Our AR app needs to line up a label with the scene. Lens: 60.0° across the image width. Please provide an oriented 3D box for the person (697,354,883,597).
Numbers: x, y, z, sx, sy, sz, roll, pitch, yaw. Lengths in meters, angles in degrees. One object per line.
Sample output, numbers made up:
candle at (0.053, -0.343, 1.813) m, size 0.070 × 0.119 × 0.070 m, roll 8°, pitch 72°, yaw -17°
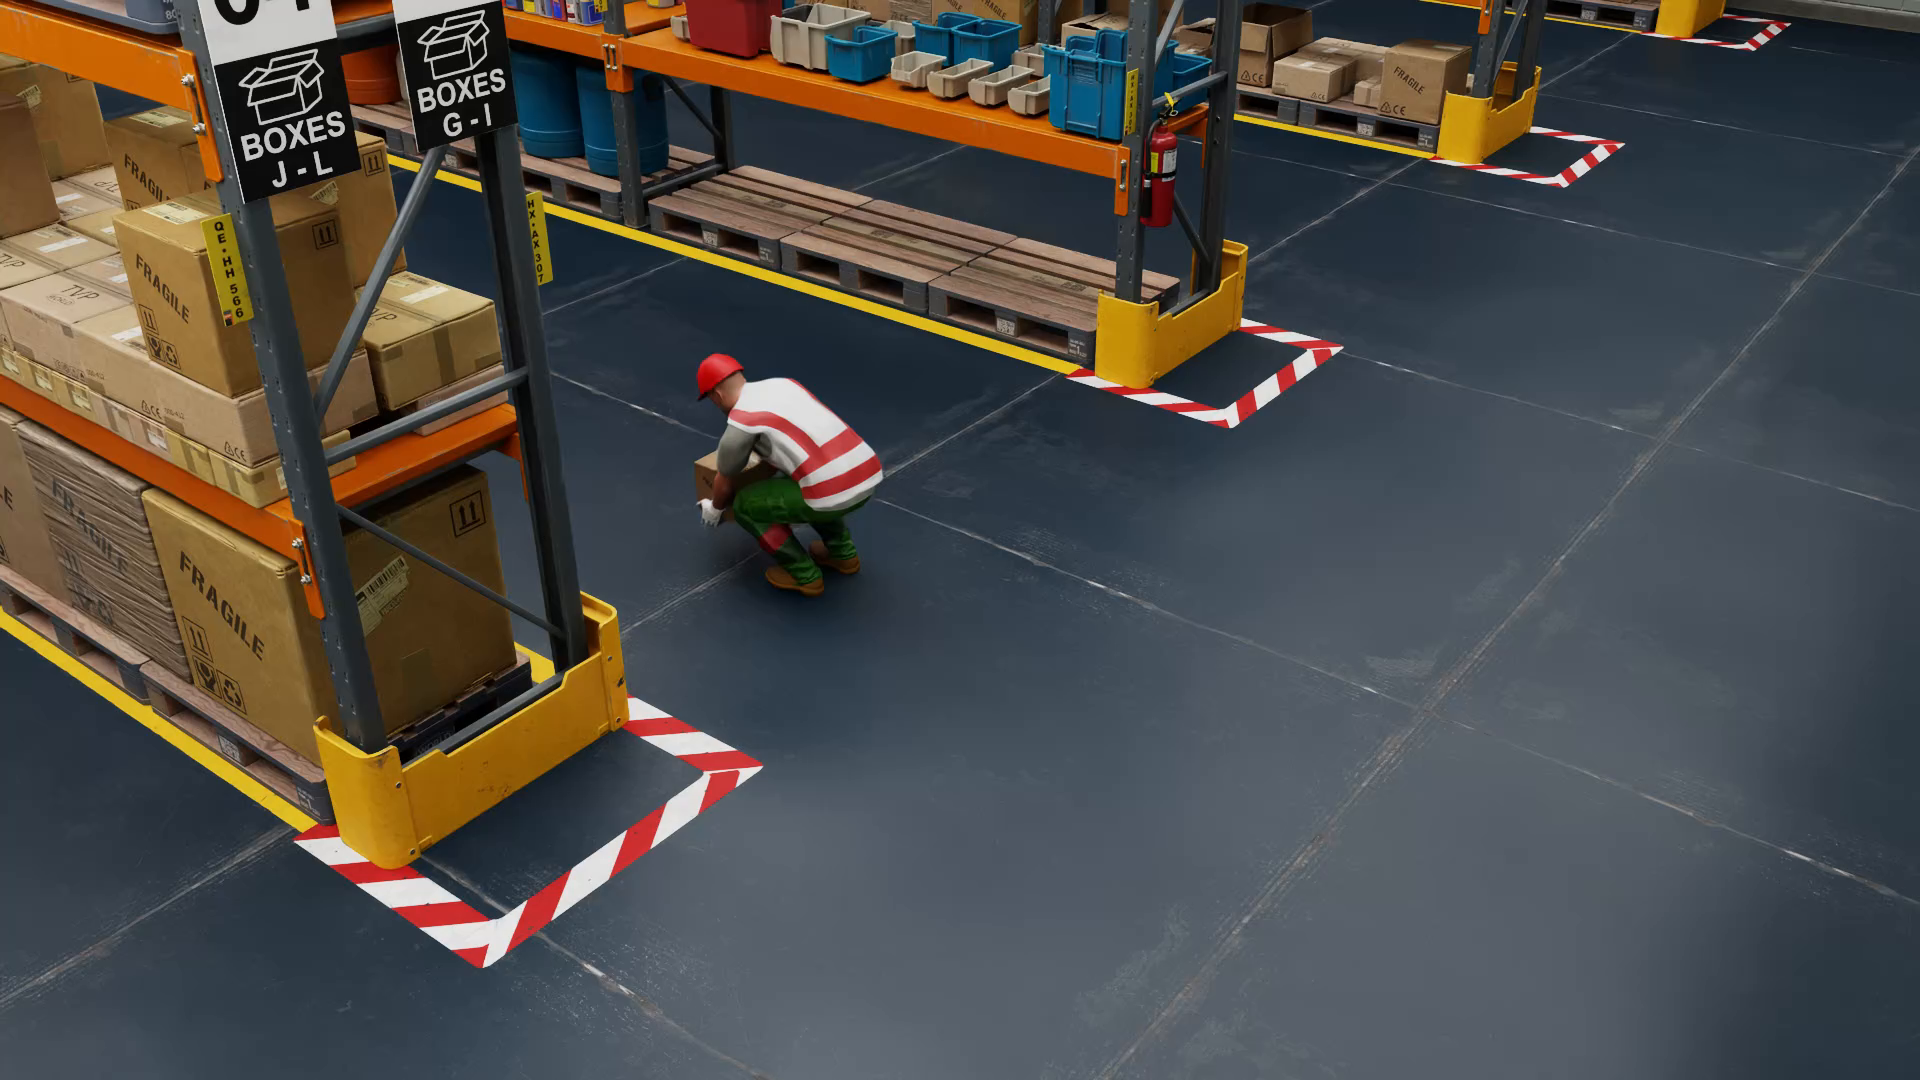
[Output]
person at (-0.776, -0.303, 7.404) m, size 0.895 × 0.997 × 0.541 m, roll 20°, pitch 36°, yaw 30°
